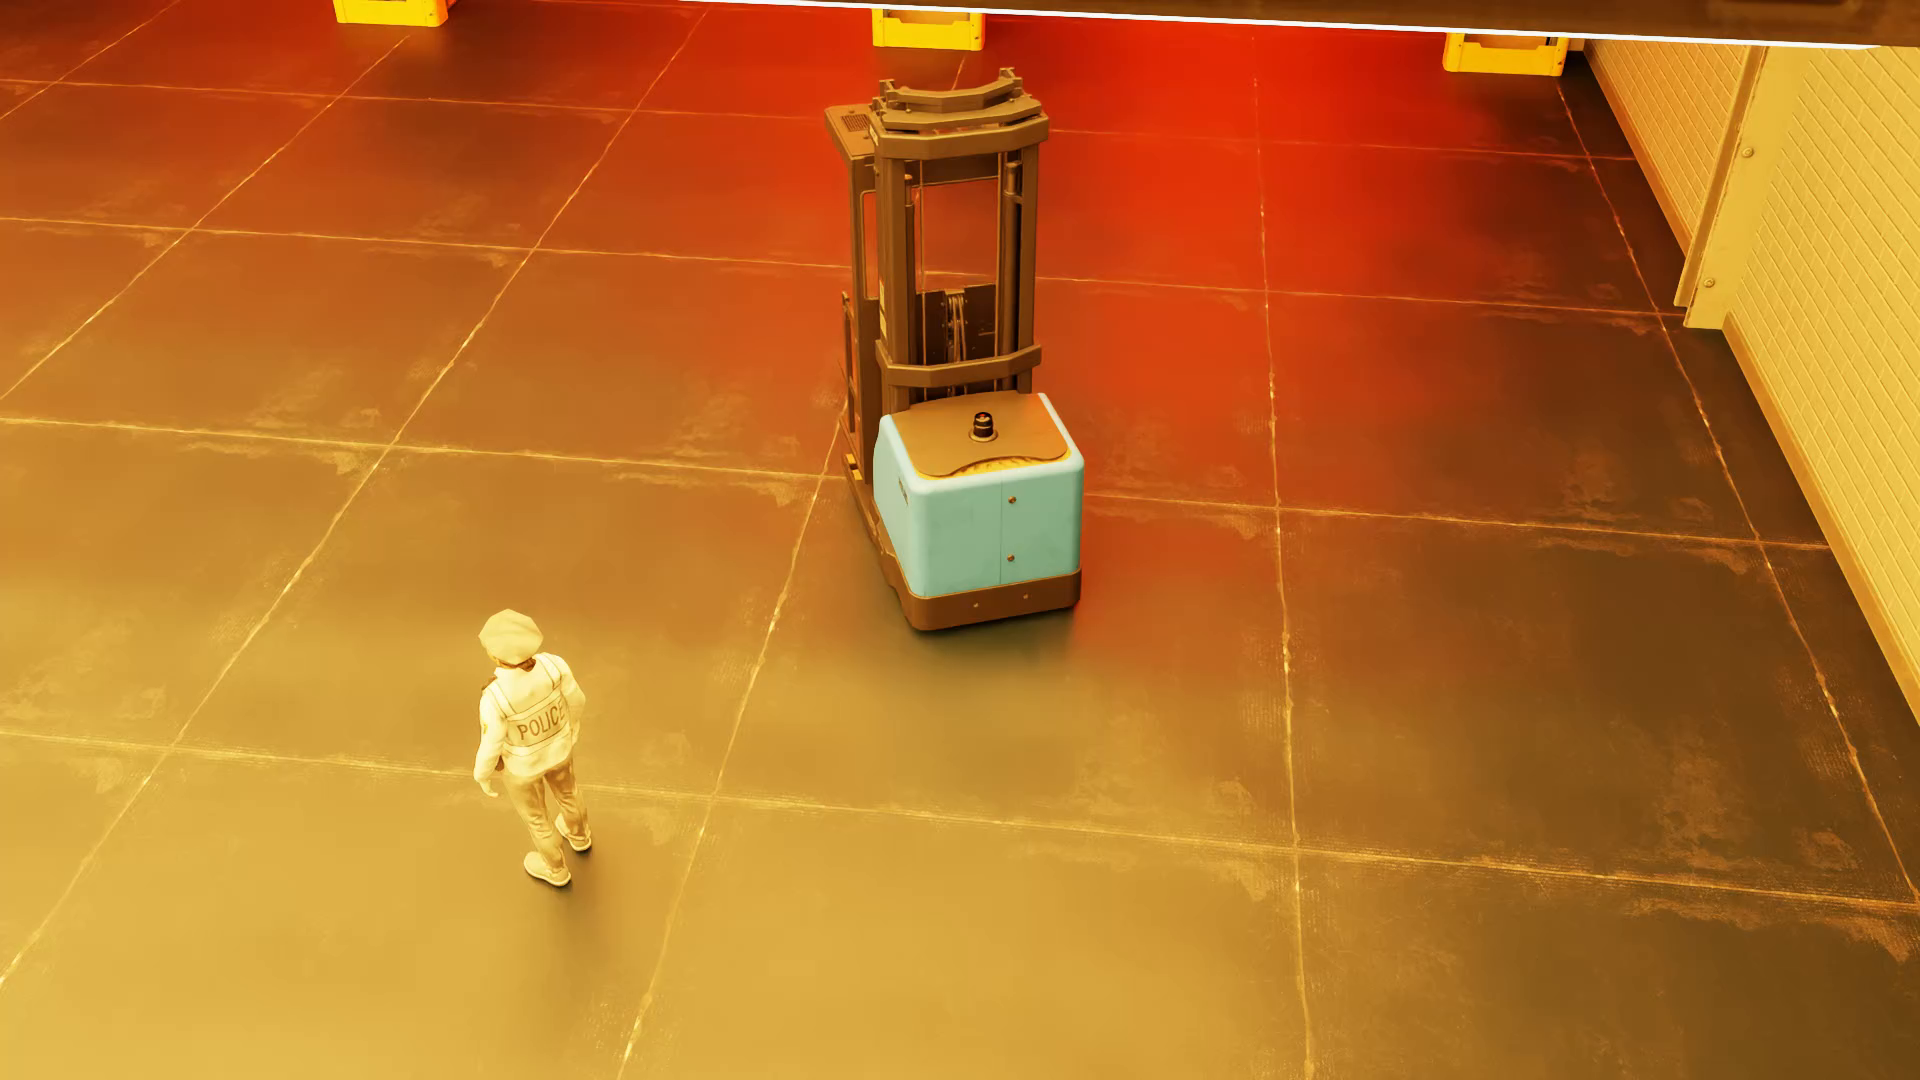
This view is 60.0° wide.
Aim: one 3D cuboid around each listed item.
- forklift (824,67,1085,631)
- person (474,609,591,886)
[{"bbox_3d":[-0.159,-1.528,10.103,1.130,2.935,3.031,-9,37,-12],"label":"forklift"},{"bbox_3d":[-2.024,0.962,7.756,0.532,1.695,0.585,30,46,34],"label":"person"}]
